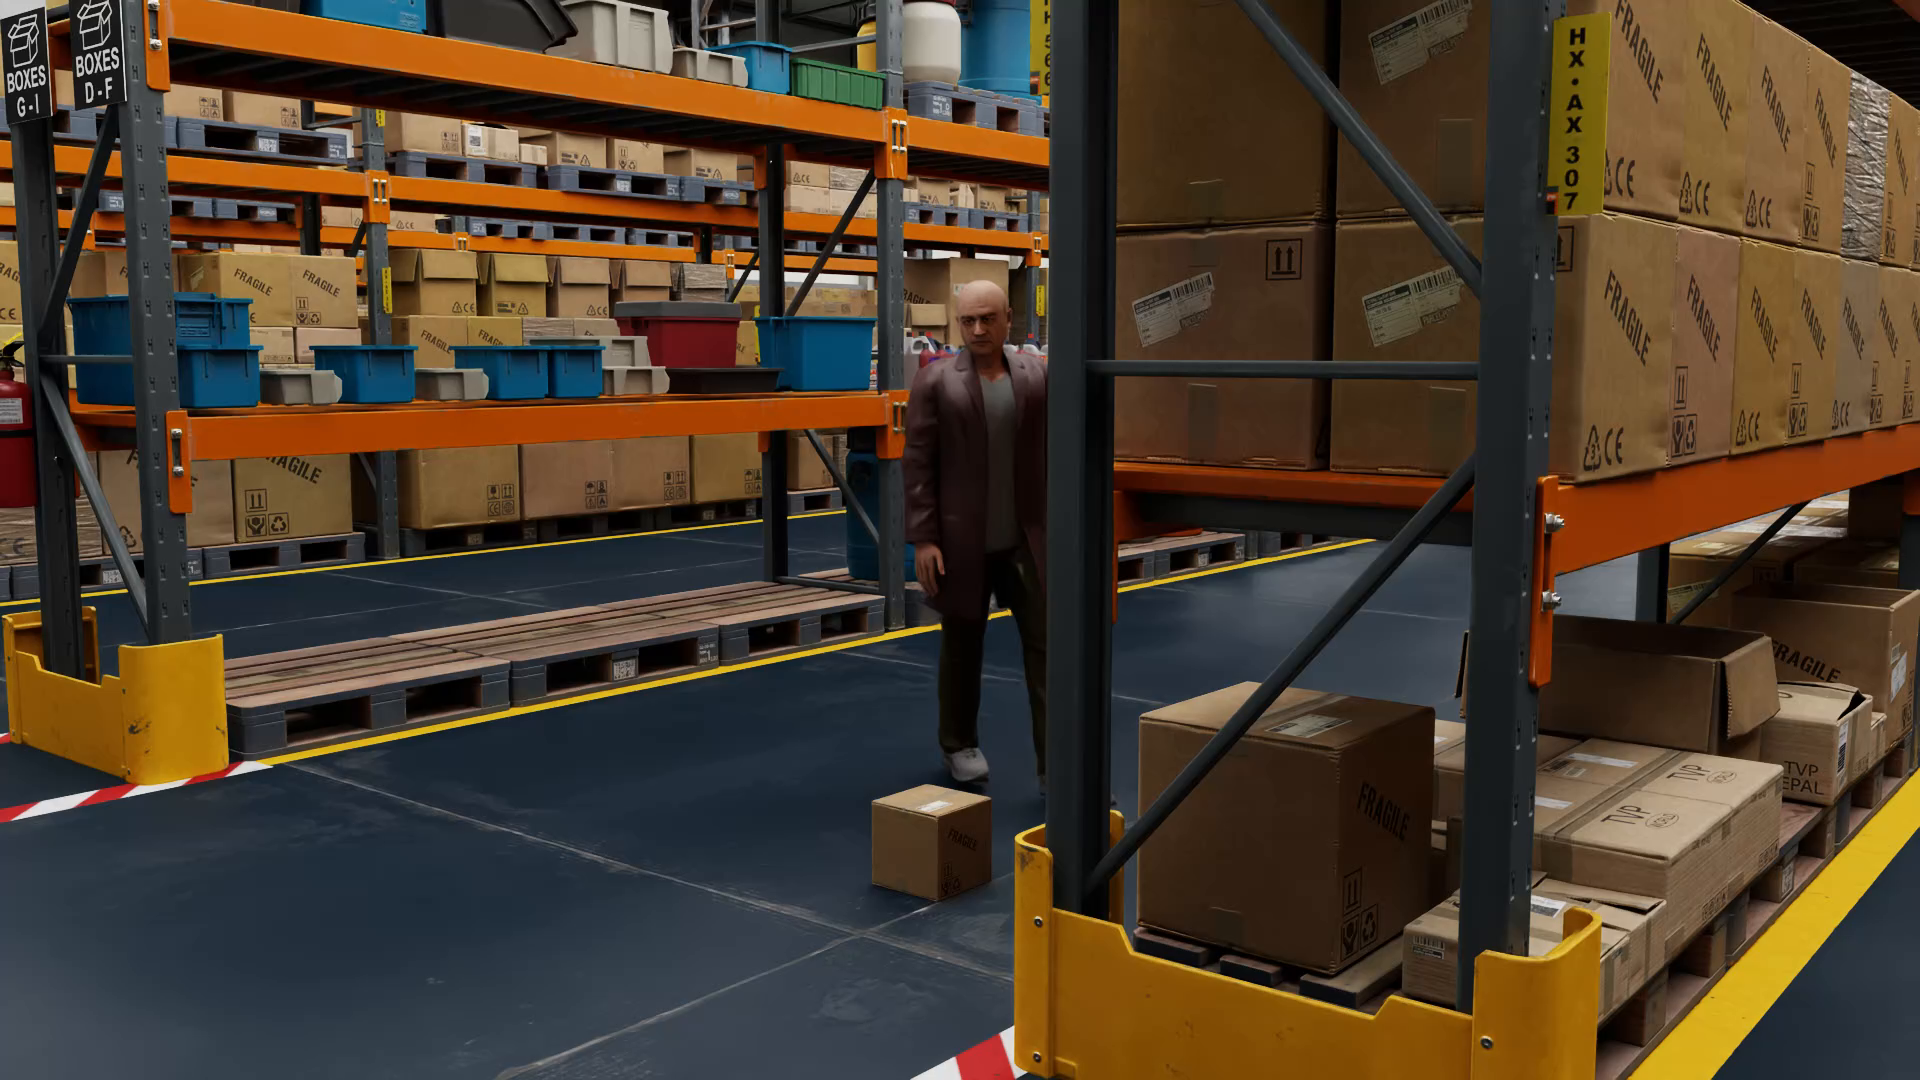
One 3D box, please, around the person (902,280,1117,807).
[{"bbox_3d":[0.126,-0.001,5.668,0.636,1.752,0.844,-1,7,-13],"label":"person"}]
